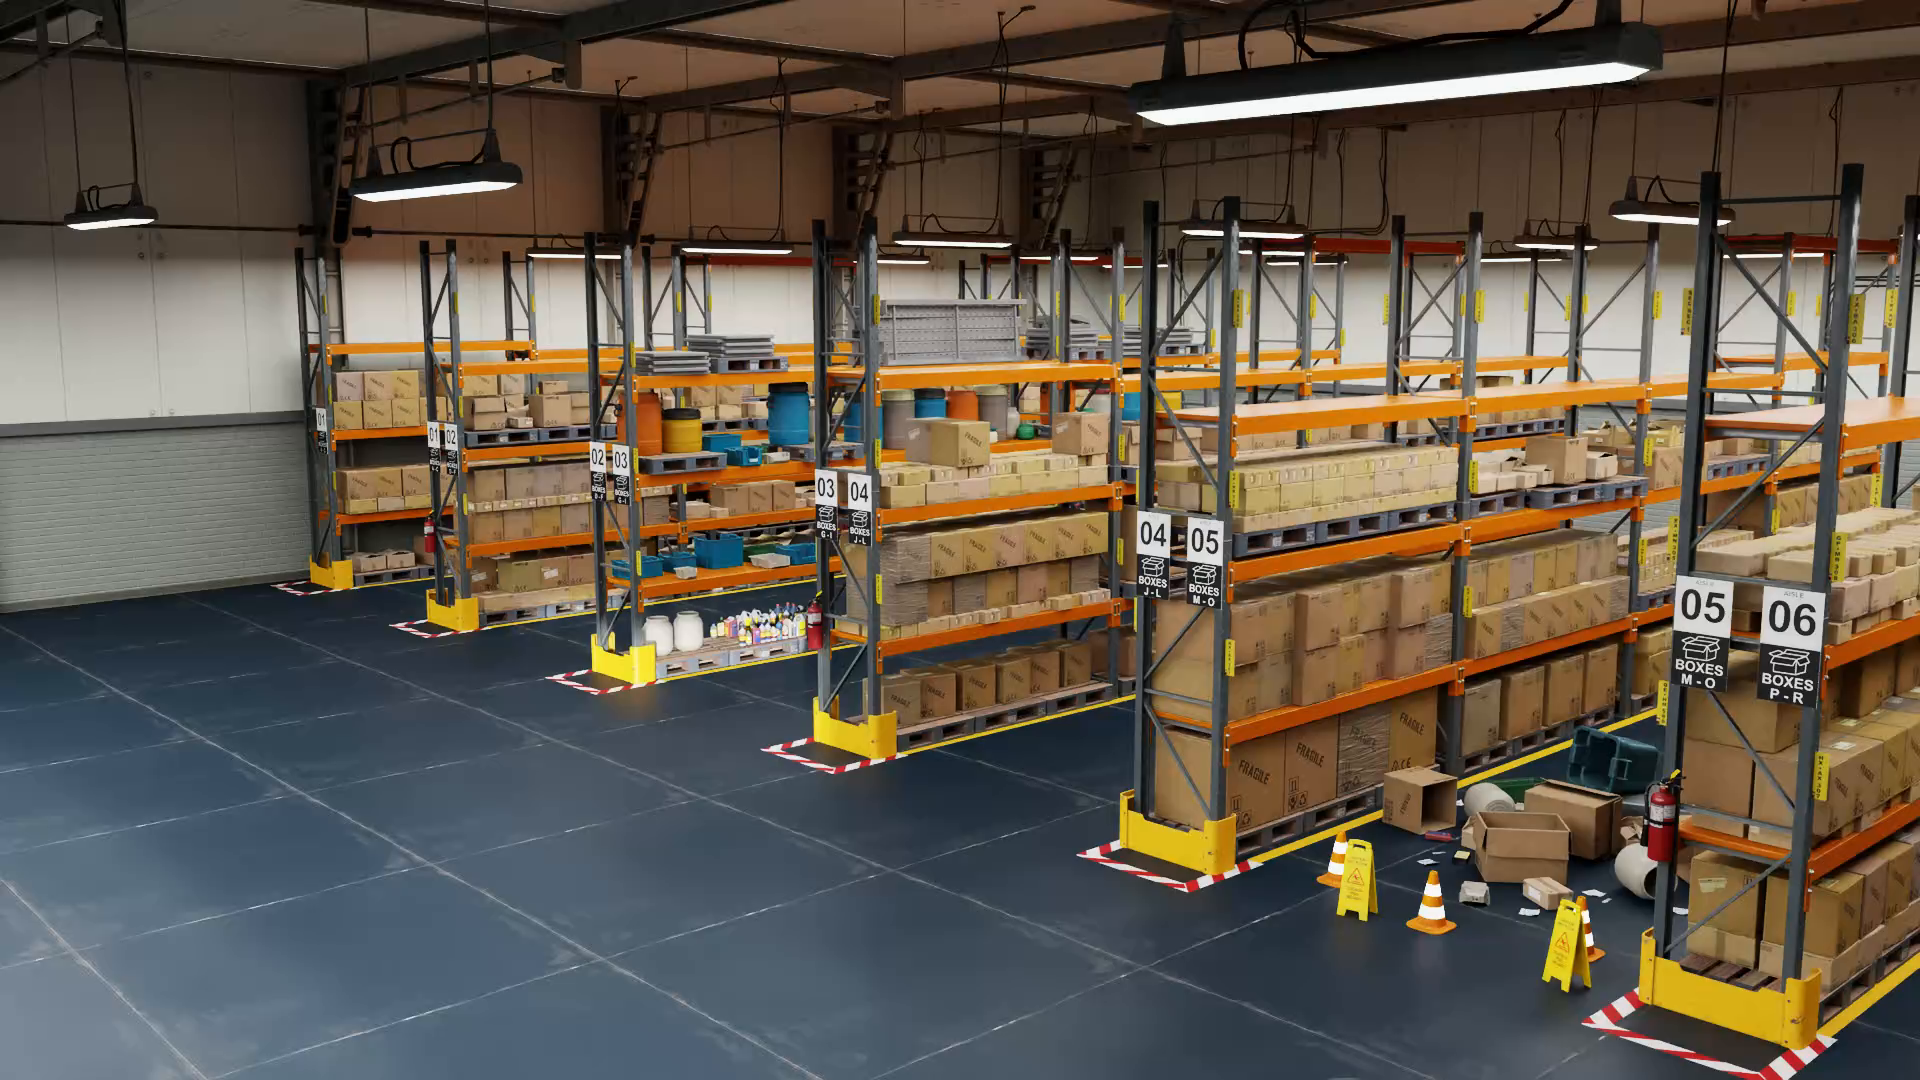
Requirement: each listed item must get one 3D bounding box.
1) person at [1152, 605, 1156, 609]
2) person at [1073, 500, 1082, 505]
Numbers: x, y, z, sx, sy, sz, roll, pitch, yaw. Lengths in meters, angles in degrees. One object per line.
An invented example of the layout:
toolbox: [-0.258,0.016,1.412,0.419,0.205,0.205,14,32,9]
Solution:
person: [3.026,0.309,26.131,0.580,1.515,0.505,6,10,36]
person: [2.377,-0.494,32.786,0.573,1.690,0.934,7,11,38]
